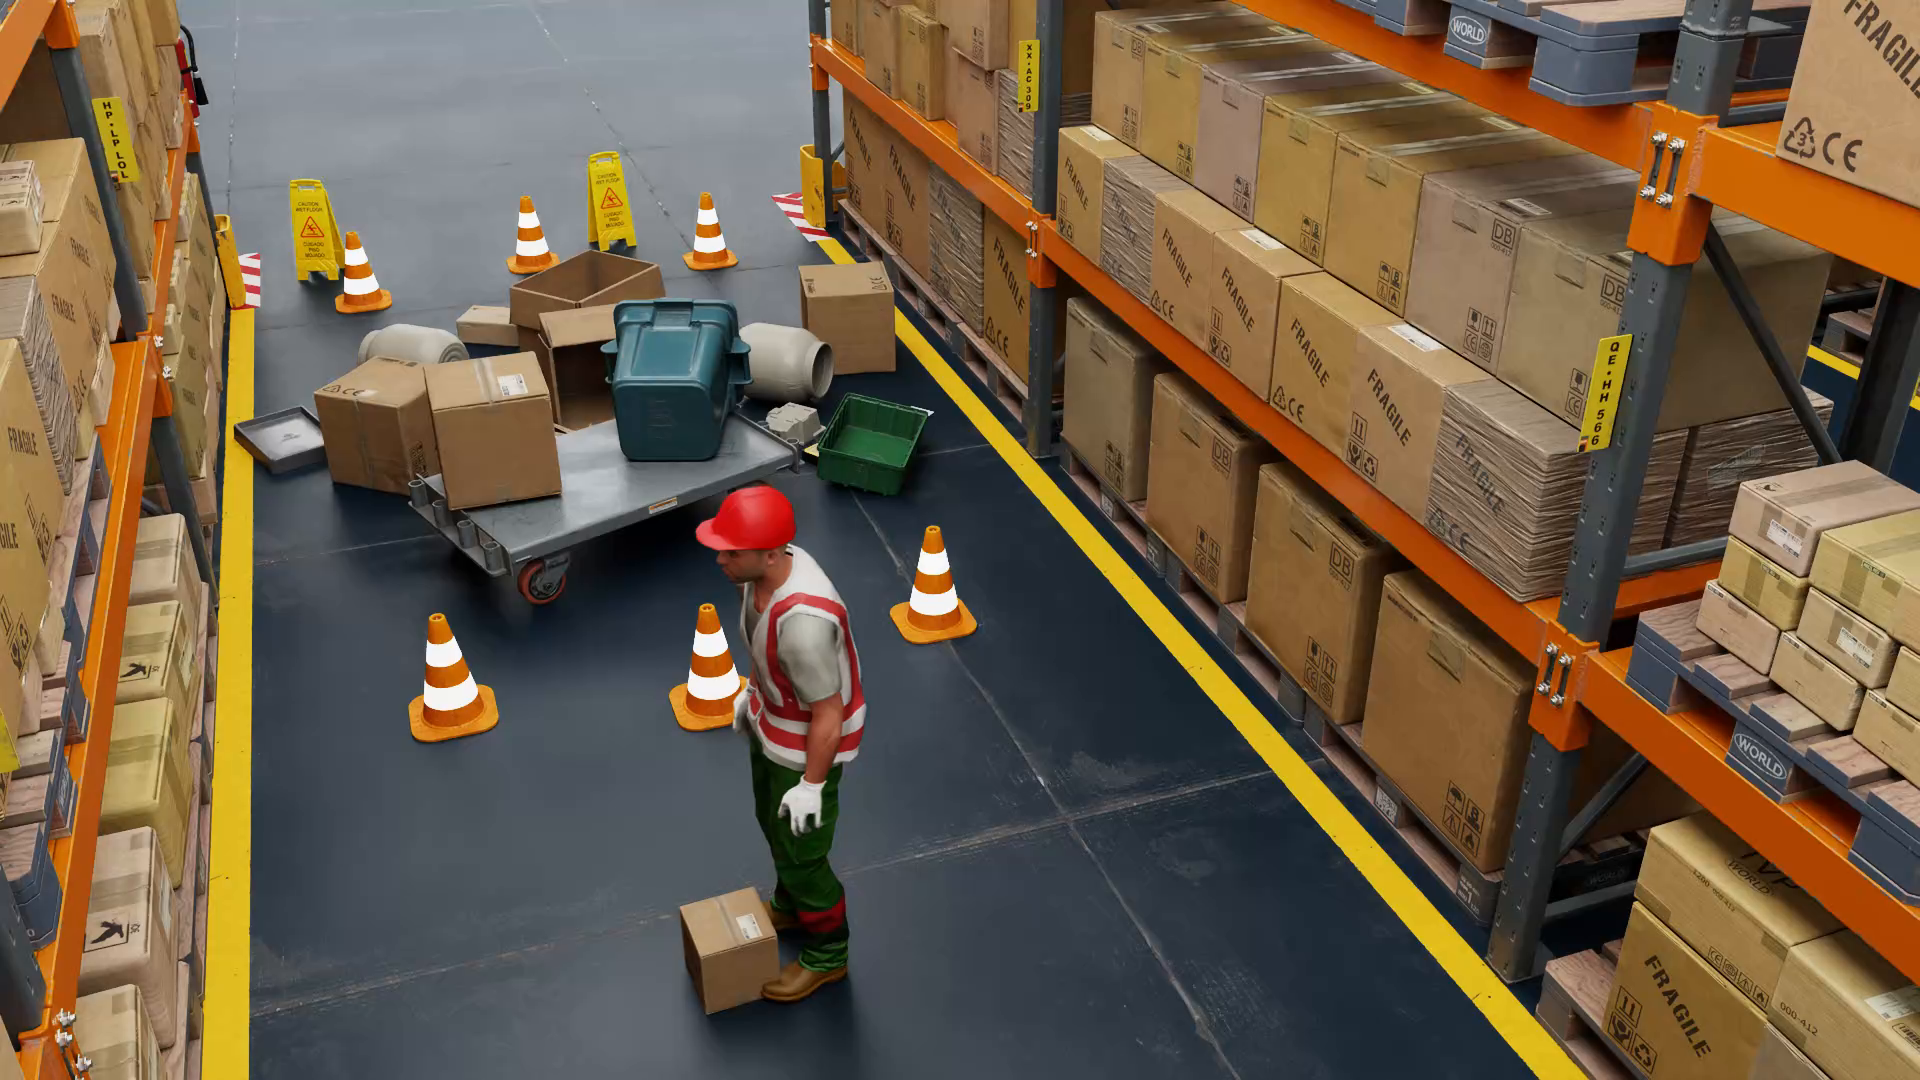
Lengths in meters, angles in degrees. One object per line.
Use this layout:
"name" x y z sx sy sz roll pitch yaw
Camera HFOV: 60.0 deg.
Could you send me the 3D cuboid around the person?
"person" -0.525 0.614 5.030 0.447 1.780 0.623 -12 32 -20
